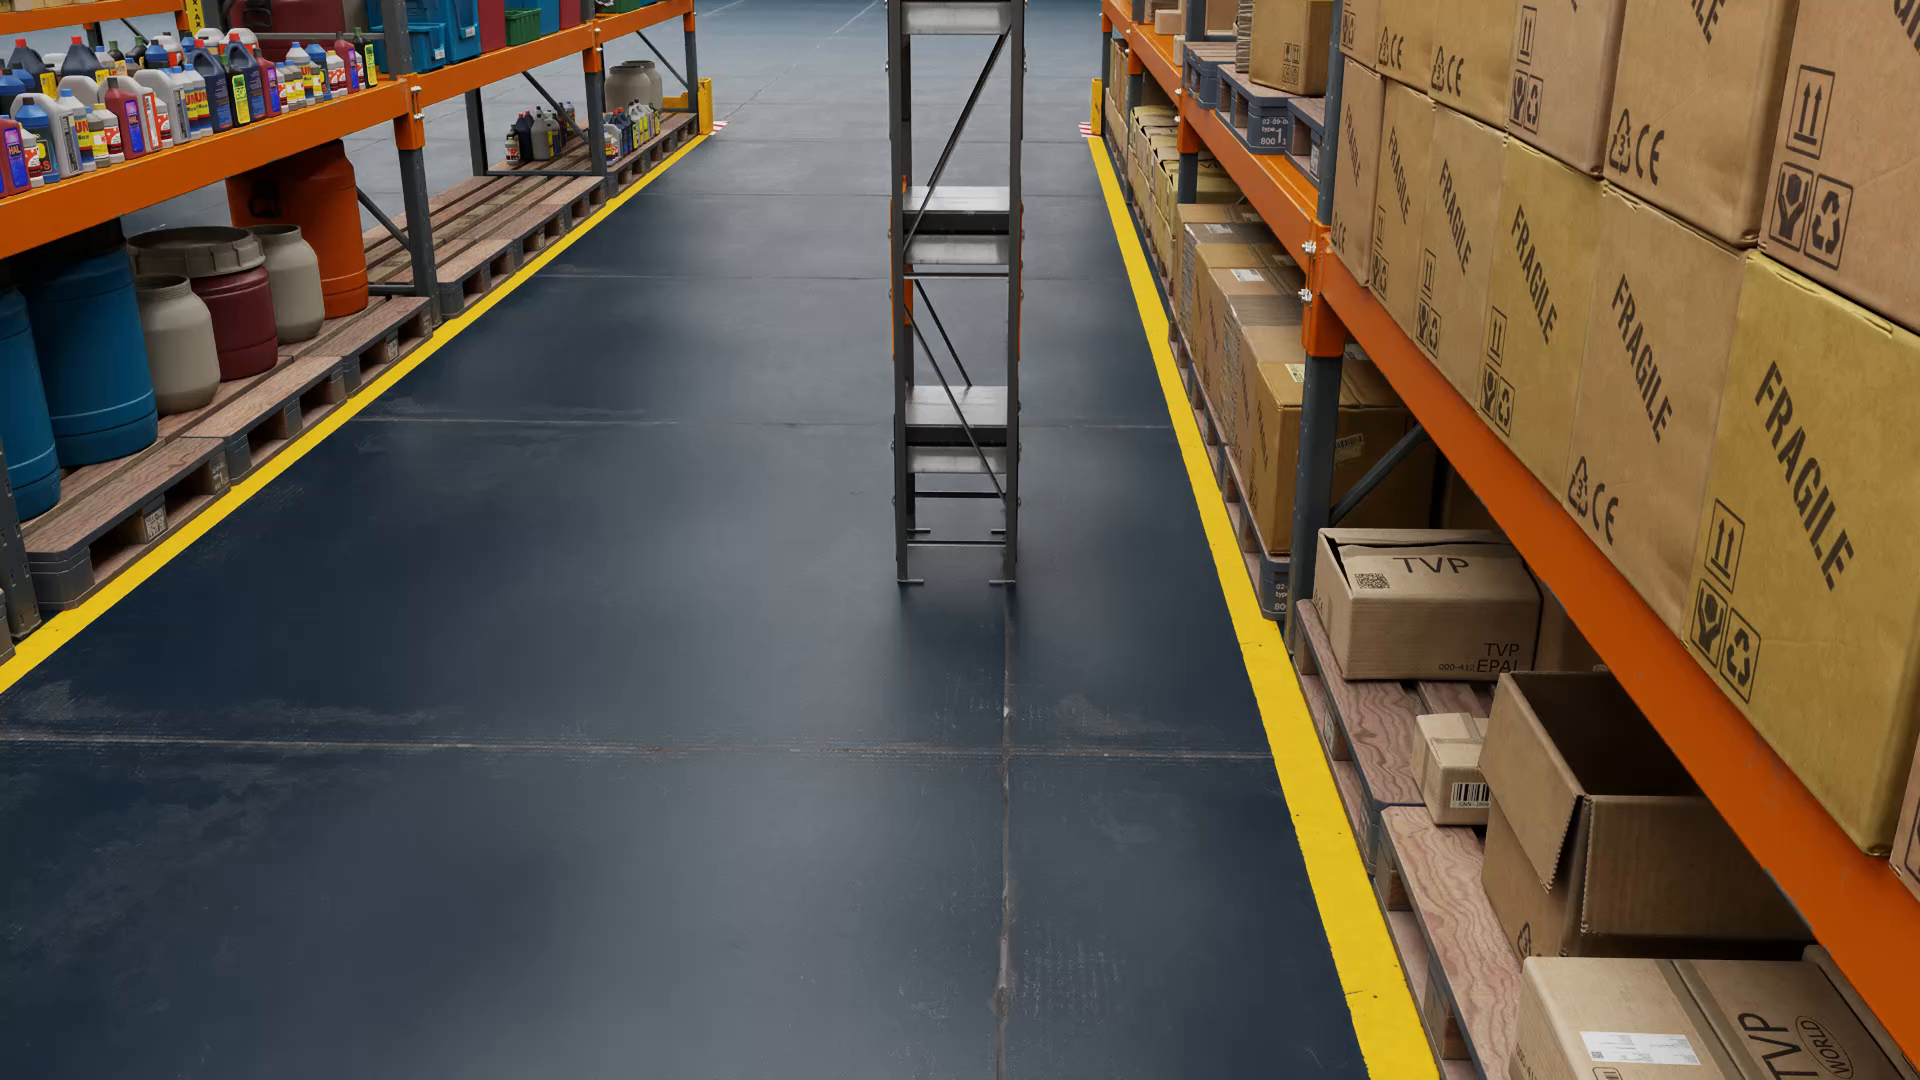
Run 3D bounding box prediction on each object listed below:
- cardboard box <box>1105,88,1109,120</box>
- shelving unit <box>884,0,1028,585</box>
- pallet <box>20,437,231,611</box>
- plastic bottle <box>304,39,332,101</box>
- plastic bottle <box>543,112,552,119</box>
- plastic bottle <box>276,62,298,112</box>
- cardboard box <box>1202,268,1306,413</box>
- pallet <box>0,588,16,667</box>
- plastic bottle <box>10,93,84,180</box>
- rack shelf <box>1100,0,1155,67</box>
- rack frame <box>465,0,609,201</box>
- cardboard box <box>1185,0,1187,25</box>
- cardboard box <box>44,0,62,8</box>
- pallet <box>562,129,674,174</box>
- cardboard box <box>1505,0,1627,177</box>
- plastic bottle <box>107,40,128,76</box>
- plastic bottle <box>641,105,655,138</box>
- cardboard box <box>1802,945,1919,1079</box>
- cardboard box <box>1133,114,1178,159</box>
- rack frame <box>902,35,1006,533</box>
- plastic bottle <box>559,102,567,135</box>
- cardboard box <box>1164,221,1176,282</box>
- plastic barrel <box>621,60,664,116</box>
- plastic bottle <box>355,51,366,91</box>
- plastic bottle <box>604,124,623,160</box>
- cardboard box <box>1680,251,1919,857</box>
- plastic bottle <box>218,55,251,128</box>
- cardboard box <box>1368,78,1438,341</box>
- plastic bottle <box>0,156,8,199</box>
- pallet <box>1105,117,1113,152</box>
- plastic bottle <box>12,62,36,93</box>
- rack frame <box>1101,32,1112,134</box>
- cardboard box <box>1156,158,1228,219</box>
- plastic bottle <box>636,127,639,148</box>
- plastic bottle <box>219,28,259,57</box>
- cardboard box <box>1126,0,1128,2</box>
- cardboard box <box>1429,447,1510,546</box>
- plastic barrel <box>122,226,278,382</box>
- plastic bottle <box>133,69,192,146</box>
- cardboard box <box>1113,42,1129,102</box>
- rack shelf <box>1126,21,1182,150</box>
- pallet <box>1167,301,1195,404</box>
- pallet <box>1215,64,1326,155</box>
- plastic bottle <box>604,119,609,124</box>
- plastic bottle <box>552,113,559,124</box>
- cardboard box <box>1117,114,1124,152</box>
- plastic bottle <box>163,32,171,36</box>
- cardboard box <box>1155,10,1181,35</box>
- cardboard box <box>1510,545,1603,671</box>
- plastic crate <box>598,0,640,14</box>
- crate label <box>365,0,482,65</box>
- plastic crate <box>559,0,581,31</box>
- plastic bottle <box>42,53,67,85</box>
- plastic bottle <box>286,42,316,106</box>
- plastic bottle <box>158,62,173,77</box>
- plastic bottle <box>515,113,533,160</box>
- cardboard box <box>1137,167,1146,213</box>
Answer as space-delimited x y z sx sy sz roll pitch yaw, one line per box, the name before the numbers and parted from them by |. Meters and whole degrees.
cardboard box | 1.637 -4.115 15.708 0.500 0.250 0.500 1 21 2
shelving unit | -0.005 -0.919 5.495 0.431 2.100 0.503 1 21 2
pallet | -3.375 -0.088 5.964 1.003 0.211 1.213 1 21 2
plastic bottle | -2.939 -2.149 7.599 0.097 0.271 0.097 0 21 0
plastic bottle | -3.441 -3.418 13.849 0.152 0.276 0.135 1 21 3
plastic bottle | -2.951 -1.976 7.249 0.097 0.201 0.097 0 21 0
cardboard box | 1.292 -0.819 6.840 0.500 0.500 0.500 0 21 0
pallet | -3.424 0.457 4.559 1.003 0.211 1.213 1 21 2
plastic bottle | -3.034 -1.347 5.525 0.152 0.276 0.135 1 21 2
rack shelf | 1.815 -4.334 14.046 1.077 0.370 4.000 1 21 2
rack frame | -3.197 -4.002 12.196 1.000 3.000 0.127 1 21 2
cardboard box | 1.683 -3.344 10.361 0.500 0.500 0.500 1 21 2
cardboard box | -7.808 -4.556 13.972 0.380 0.149 0.250 1 21 2
pallet | -3.100 -3.386 14.465 1.003 0.211 1.213 1 21 2
cardboard box | 1.169 -0.840 2.526 0.500 0.500 0.500 1 21 3
plastic bottle | -3.725 -2.050 7.326 0.061 0.283 0.133 1 21 2
plastic bottle | -2.728 -3.624 14.379 0.152 0.276 0.135 1 21 2
cardboard box | 1.720 0.915 2.718 0.500 0.250 0.500 1 21 2
cardboard box | 1.472 -2.794 11.528 0.500 0.311 0.500 0 21 1
rack frame | 0.002 -1.007 5.722 0.400 2.100 0.015 1 21 2
plastic bottle | -3.467 -3.653 14.444 0.061 0.283 0.133 1 21 3
cardboard box | 1.405 -1.607 9.243 0.500 0.250 0.500 1 21 3
plastic barrel | -3.019 -4.245 15.682 0.421 0.512 0.421 0 21 0
plastic bottle | -2.926 -2.271 8.009 0.097 0.201 0.097 0 21 0
plastic bottle | -2.766 -3.165 13.196 0.152 0.276 0.135 1 21 4
cardboard box | 1.143 -0.006 1.760 0.500 0.500 0.500 1 21 2
plastic bottle | -2.949 -1.822 6.739 0.061 0.283 0.133 1 21 2
cardboard box | 1.211 -0.734 3.635 0.500 0.500 0.500 1 21 3
plastic bottle | -3.002 -1.183 5.092 0.061 0.283 0.133 1 21 2
pallet | 1.895 -3.815 15.570 1.003 0.211 1.213 1 21 2
plastic bottle | -3.673 -1.732 6.524 0.097 0.271 0.097 0 21 0
rack frame | 1.876 -5.392 15.780 1.000 3.000 0.127 1 21 2
cardboard box | 1.412 -2.055 9.624 0.500 0.311 0.500 0 21 1
plastic bottle | -2.720 -3.360 13.802 0.097 0.201 0.097 0 21 0
plastic bottle | -3.503 -2.343 8.093 0.152 0.276 0.135 1 21 2
cardboard box | 1.838 -5.080 14.837 0.700 0.500 0.500 1 21 3
cardboard box | 1.769 -0.265 5.414 0.500 0.500 0.500 0 21 -1
plastic barrel | -3.351 -1.042 7.320 0.600 0.588 0.708 1 21 2
plastic bottle | -3.010 -1.633 6.263 0.152 0.276 0.135 1 21 2
cardboard box | 1.622 -4.103 14.640 0.500 0.500 0.500 1 21 2
rack shelf | 1.693 -2.888 10.319 1.077 0.370 4.000 1 21 2
pallet | 1.572 -0.930 8.135 1.003 0.211 1.213 1 21 2
pallet | 1.578 -1.707 6.547 1.003 0.211 1.213 1 21 2
plastic bottle | -2.874 -3.276 13.489 0.097 0.271 0.097 0 21 0
plastic bottle | -3.346 -3.371 13.717 0.061 0.283 0.133 1 21 2
cardboard box | 1.575 -3.392 13.844 0.500 0.250 0.500 1 21 2
plastic bottle | -3.710 -2.230 7.791 0.061 0.283 0.133 1 21 2
cardboard box | 1.523 -3.511 11.278 0.380 0.149 0.250 1 21 2
cardboard box | 1.777 0.116 4.431 0.500 0.500 0.500 1 21 2
plastic crate | -2.873 -4.391 13.491 0.450 0.188 0.662 1 21 2
crate label | -3.018 -2.928 9.380 0.502 0.435 0.616 1 21 2
plastic crate | -2.906 -3.853 11.725 0.402 0.464 0.583 1 21 2
plastic bottle | -3.697 -1.843 6.805 0.152 0.276 0.135 1 21 2
plastic bottle | -2.945 -2.079 7.418 0.097 0.271 0.097 0 21 0
plastic bottle | -3.117 -1.745 6.557 0.097 0.271 0.097 0 21 0
plastic bottle | -3.465 -3.208 13.204 0.144 0.351 0.185 0 21 0
cardboard box | 1.464 -2.345 11.146 0.500 0.250 0.500 0 21 0
